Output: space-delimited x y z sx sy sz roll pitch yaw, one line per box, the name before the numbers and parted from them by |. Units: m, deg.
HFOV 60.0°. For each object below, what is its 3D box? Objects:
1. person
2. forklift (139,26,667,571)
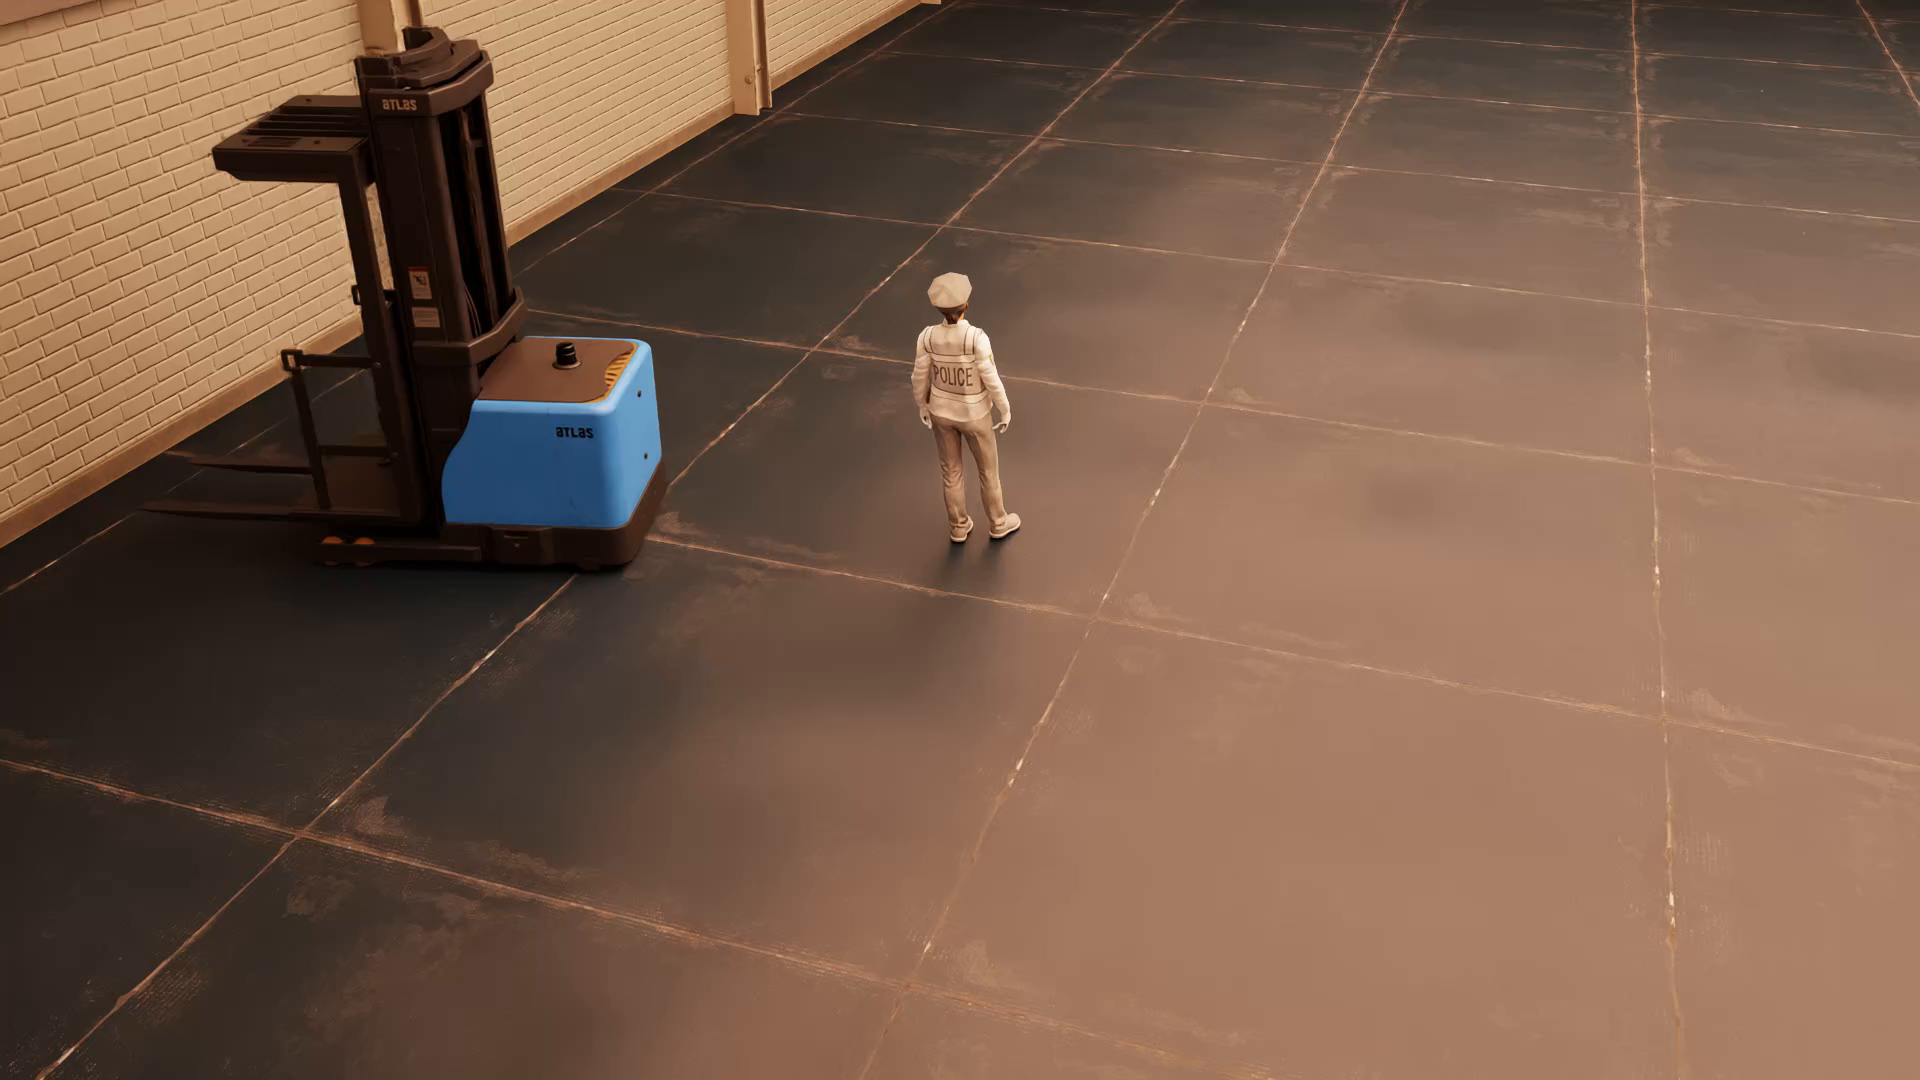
person | 0.028 -0.773 9.727 0.588 1.695 0.531 10 31 16
forklift | -3.393 -1.376 9.550 3.031 2.935 1.130 2 30 4
